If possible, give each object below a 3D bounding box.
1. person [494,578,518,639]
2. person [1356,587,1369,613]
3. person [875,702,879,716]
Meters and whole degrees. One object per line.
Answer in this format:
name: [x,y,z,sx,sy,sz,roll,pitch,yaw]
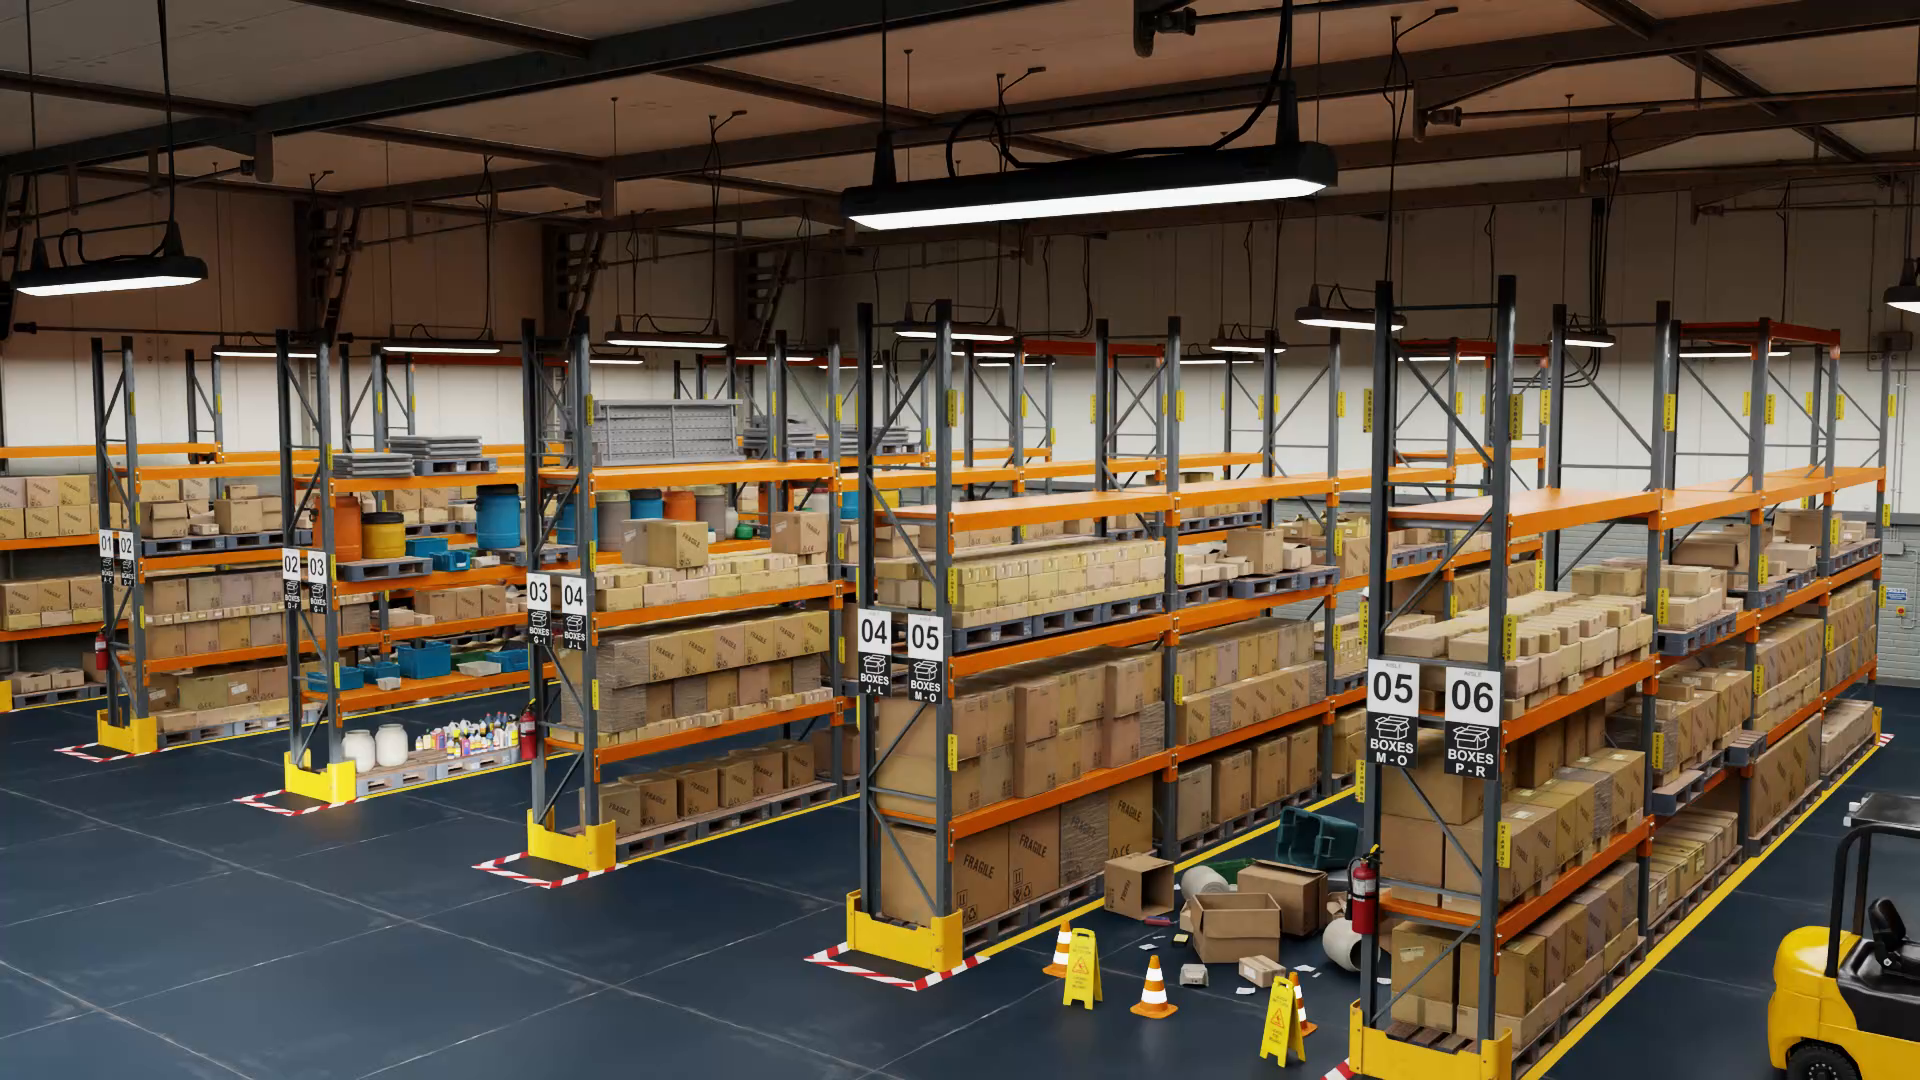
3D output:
person: [-8.892,1.489,32.595,0.632,1.707,0.553,2,5,22]
person: [7.193,1.733,29.414,0.577,1.799,0.630,-3,6,-32]
person: [-1.091,2.020,24.994,0.595,1.606,0.544,3,6,32]
